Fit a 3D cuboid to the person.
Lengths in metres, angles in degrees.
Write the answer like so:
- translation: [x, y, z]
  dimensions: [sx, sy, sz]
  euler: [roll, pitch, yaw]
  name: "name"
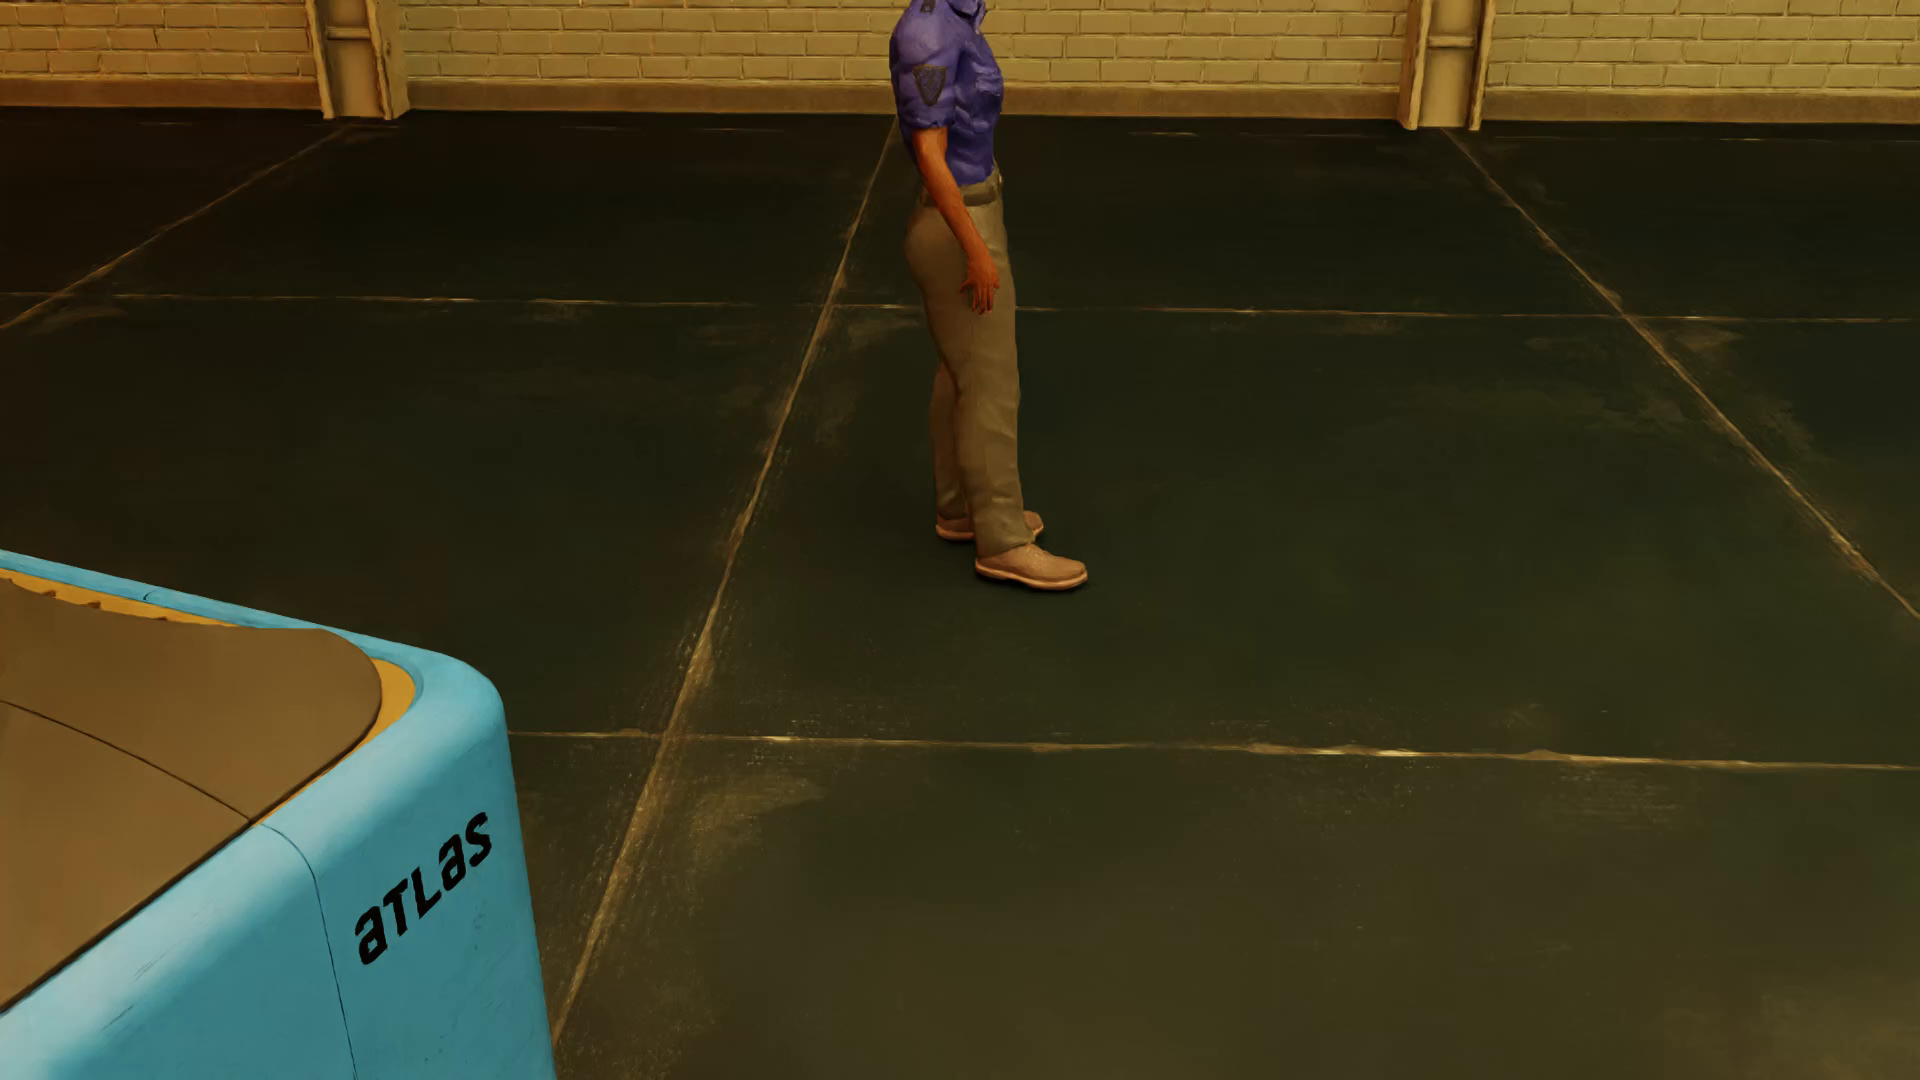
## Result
- translation: [0.087, -0.738, 4.131]
  dimensions: [0.503, 1.654, 0.570]
  euler: [1, 26, 2]
  name: "person"
